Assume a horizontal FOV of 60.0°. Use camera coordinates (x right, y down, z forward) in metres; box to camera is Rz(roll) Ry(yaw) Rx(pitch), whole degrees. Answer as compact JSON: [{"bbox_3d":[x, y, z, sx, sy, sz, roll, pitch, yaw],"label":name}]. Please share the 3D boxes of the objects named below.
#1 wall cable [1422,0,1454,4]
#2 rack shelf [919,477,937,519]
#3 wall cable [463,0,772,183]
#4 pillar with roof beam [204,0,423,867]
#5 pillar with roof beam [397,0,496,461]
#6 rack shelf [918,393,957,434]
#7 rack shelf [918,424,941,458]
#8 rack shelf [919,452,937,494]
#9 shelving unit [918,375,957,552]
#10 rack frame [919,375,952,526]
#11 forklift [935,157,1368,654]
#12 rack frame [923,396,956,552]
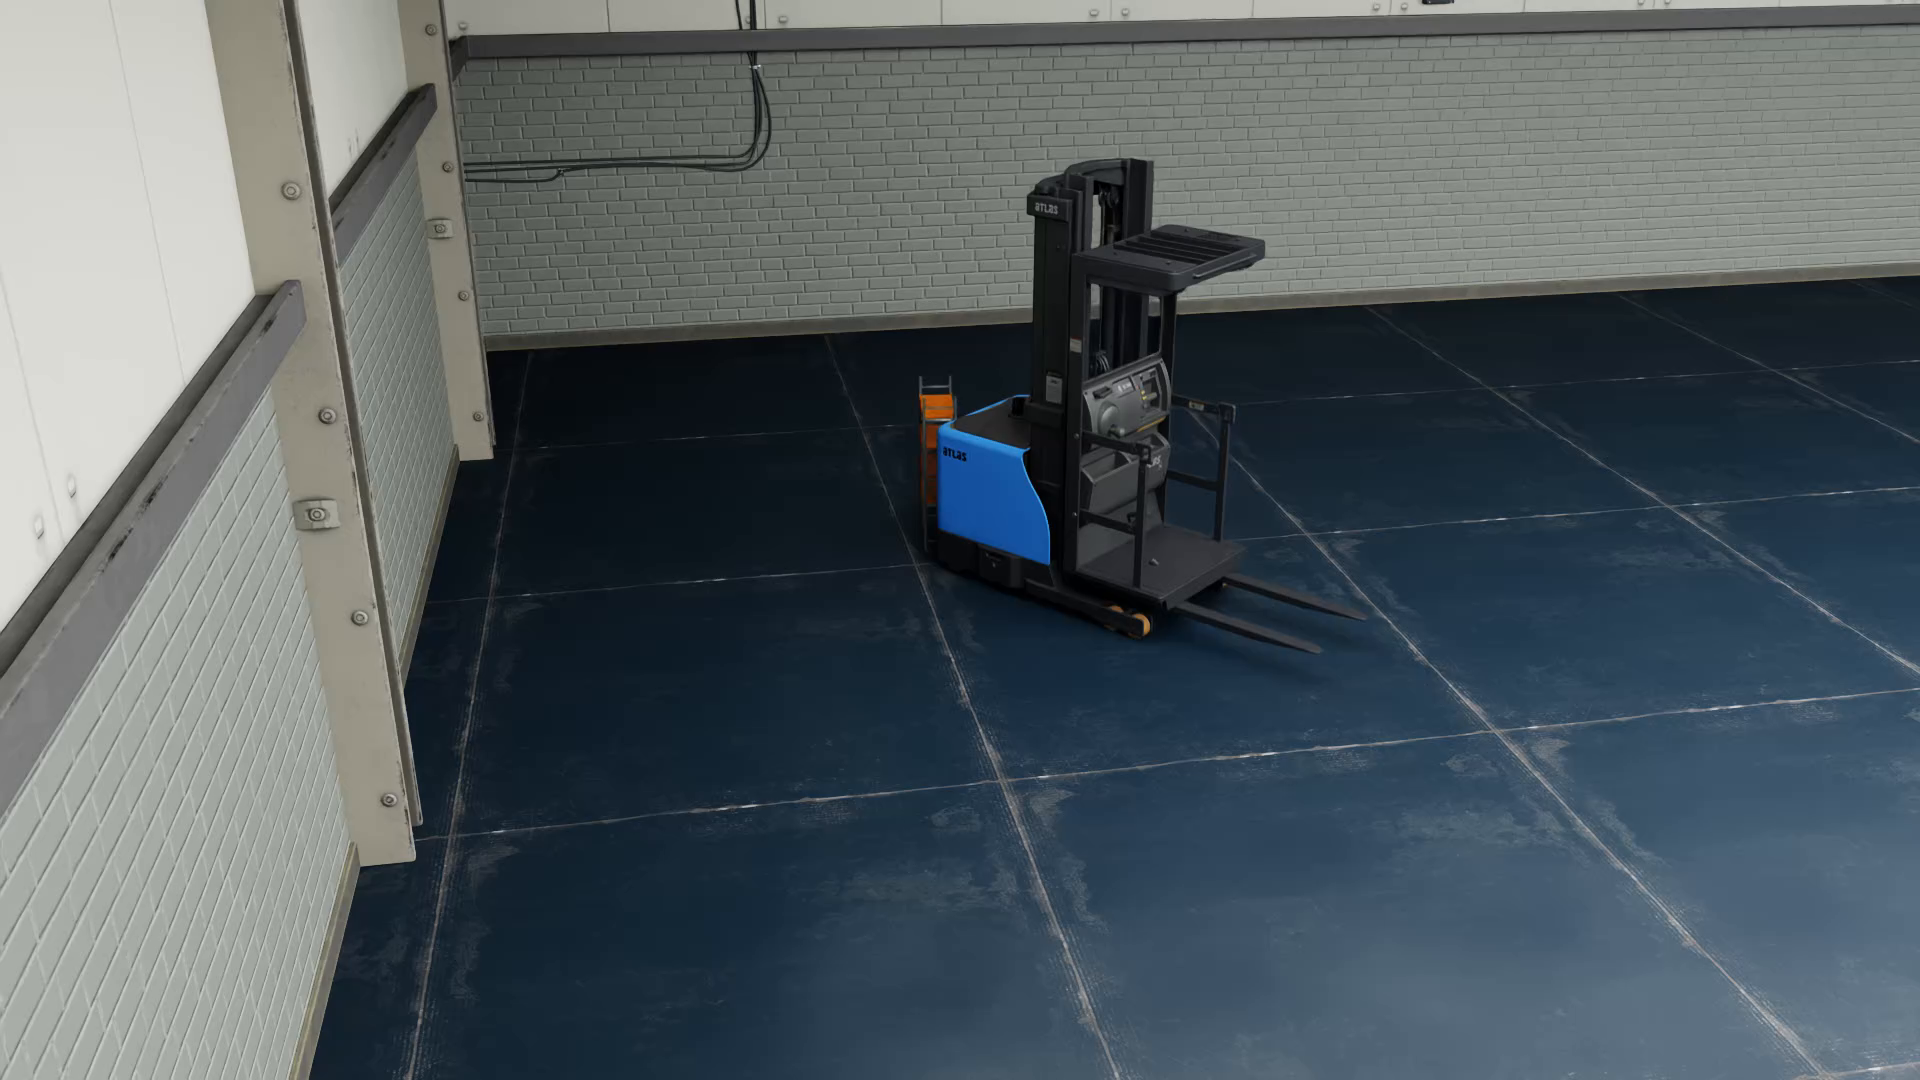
[{"bbox_3d":[5.949,-8.390,16.211,2.305,6.003,0.169,-4,24,-10],"label":"wall cable"},{"bbox_3d":[-0.164,-0.322,12.394,0.258,0.148,0.480,-2,24,-4],"label":"rack shelf"},{"bbox_3d":[-3.384,-4.712,15.918,3.097,2.526,0.112,-4,24,-10],"label":"wall cable"},{"bbox_3d":[1.202,-2.837,7.745,9.100,9.000,0.400,-4,24,-10],"label":"pillar with roof beam"},{"bbox_3d":[0.092,-5.197,13.149,9.100,9.000,0.400,-4,24,-10],"label":"pillar with roof beam"},{"bbox_3d":[-0.164,-0.925,12.131,0.258,0.148,0.480,-2,24,-4],"label":"rack shelf"},{"bbox_3d":[-0.164,-0.709,12.225,0.258,0.148,0.480,-2,24,-4],"label":"rack shelf"},{"bbox_3d":[-0.164,-0.504,12.315,0.258,0.148,0.480,-2,24,-4],"label":"rack shelf"},{"bbox_3d":[-0.164,-0.565,12.288,0.258,1.200,0.503,-2,24,-4],"label":"shelving unit"},{"bbox_3d":[-0.183,-0.663,12.511,0.240,1.200,0.015,-2,24,-4],"label":"rack frame"},{"bbox_3d":[1.278,-0.927,10.953,3.031,2.935,1.130,18,30,36],"label":"forklift"},{"bbox_3d":[-0.146,-0.468,12.065,0.240,1.200,0.015,-2,24,-4],"label":"rack frame"}]
